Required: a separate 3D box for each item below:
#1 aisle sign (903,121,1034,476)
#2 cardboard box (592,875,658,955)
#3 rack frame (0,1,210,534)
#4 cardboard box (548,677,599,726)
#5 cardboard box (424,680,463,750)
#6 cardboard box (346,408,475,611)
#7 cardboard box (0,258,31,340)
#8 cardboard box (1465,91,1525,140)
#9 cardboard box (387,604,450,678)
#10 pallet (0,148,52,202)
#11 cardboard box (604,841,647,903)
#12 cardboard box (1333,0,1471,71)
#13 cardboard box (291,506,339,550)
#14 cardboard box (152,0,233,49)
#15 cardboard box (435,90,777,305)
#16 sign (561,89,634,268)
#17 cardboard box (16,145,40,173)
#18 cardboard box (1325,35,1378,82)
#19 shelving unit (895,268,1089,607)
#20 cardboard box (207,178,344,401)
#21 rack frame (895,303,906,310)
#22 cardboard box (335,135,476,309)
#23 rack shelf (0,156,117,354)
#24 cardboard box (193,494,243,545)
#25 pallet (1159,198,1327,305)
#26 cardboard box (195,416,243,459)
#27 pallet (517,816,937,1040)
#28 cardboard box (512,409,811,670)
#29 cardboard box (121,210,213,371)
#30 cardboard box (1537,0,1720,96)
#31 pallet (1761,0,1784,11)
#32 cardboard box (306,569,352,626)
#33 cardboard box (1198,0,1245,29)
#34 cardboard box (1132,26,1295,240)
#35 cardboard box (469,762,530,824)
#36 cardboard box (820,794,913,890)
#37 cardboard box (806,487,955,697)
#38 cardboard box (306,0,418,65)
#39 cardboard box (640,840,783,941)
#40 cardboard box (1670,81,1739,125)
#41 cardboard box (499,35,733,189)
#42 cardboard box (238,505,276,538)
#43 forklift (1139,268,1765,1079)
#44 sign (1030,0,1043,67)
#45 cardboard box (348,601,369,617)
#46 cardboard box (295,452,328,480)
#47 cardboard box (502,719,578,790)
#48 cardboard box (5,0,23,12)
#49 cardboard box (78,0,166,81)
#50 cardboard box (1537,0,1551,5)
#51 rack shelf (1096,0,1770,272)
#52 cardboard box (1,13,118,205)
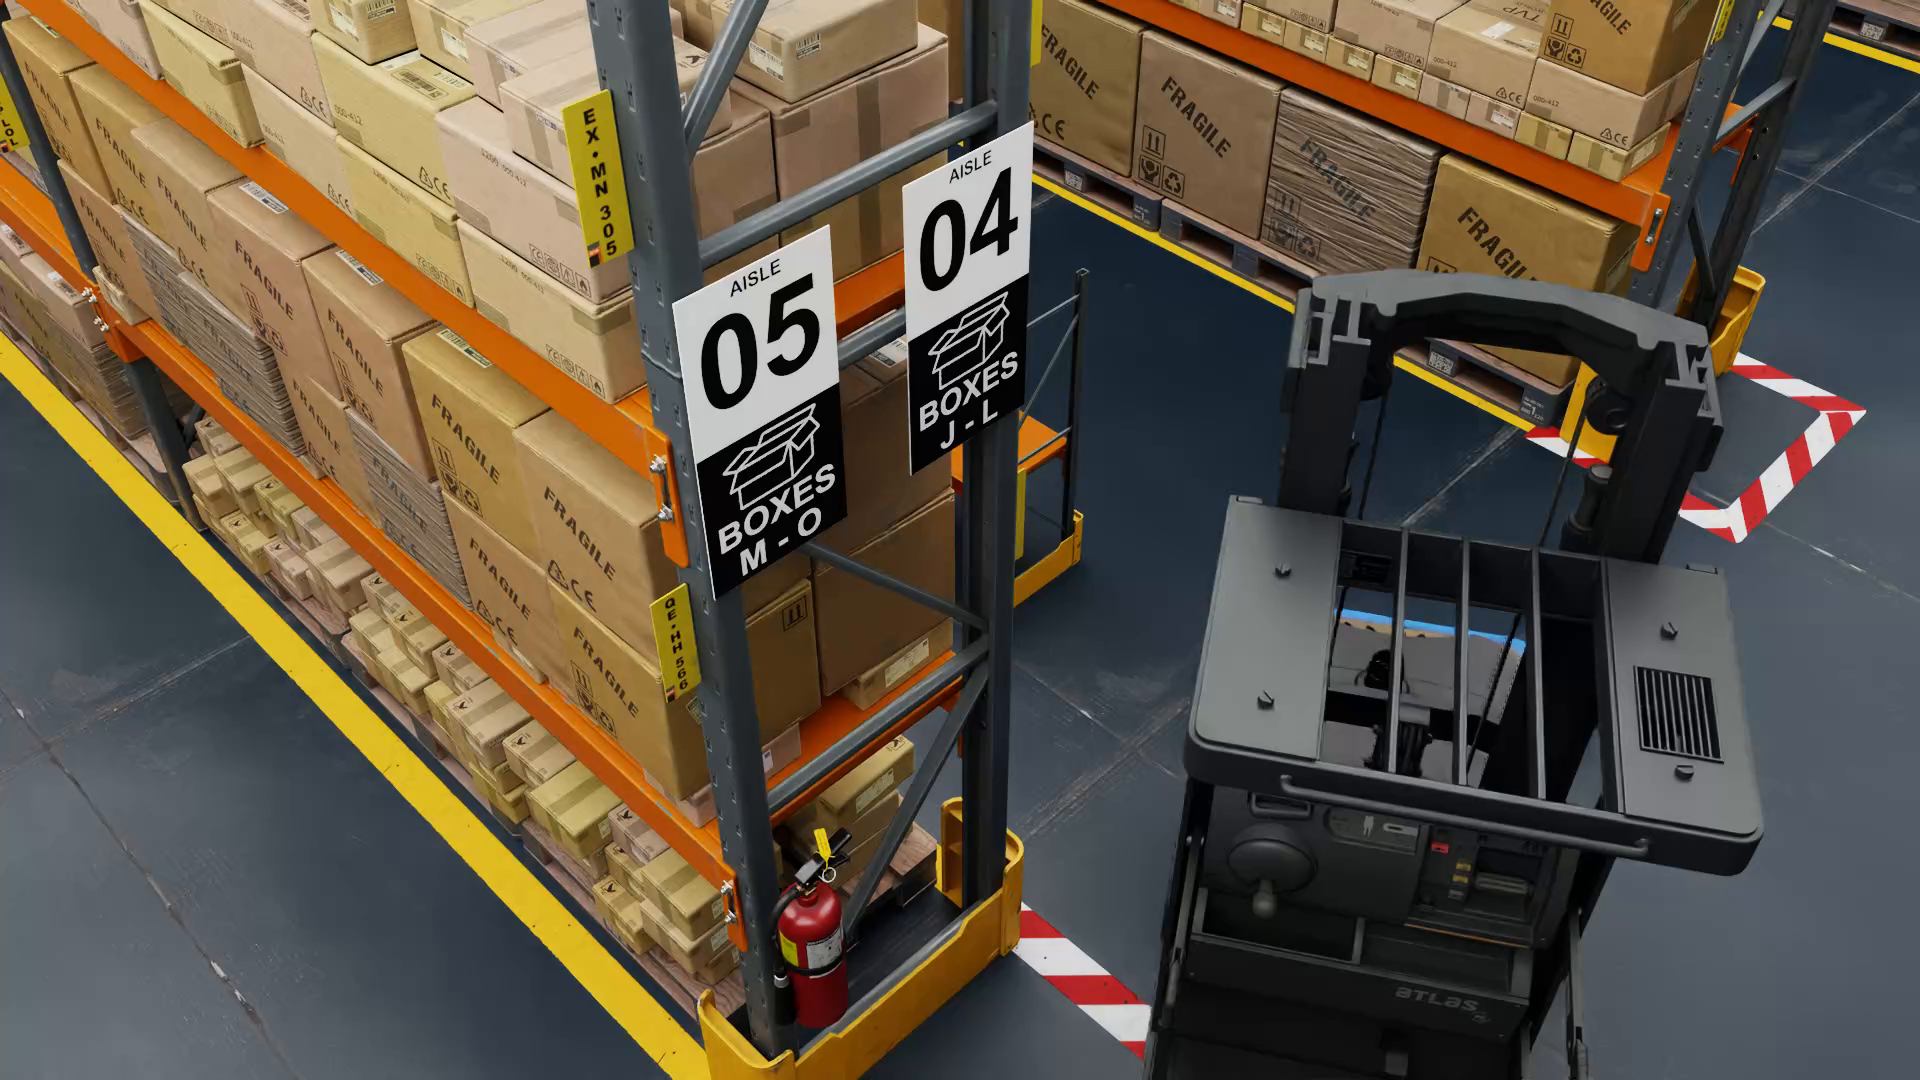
[{"bbox_3d":[0.021,-0.538,3.824,0.394,0.787,0.004,-34,53,-31],"label":"aisle sign"},{"bbox_3d":[-1.015,1.190,5.661,0.380,0.149,0.250,-32,52,-30],"label":"cardboard box"},{"bbox_3d":[-3.067,-1.397,6.669,1.000,3.000,0.127,-34,53,-31],"label":"rack frame"},{"bbox_3d":[-1.010,0.345,4.968,0.250,0.149,0.380,34,52,31],"label":"cardboard box"},{"bbox_3d":[-1.728,0.568,6.114,0.380,0.149,0.250,-31,51,-29],"label":"cardboard box"},{"bbox_3d":[-1.467,-0.202,5.083,0.500,0.500,0.500,-34,52,-31],"label":"cardboard box"},{"bbox_3d":[-4.490,-1.363,8.165,0.500,0.500,0.500,33,52,31],"label":"cardboard box"},{"bbox_3d":[2.494,-1.970,7.475,0.380,0.149,0.250,-34,52,-31],"label":"cardboard box"},{"bbox_3d":[-1.885,0.305,6.180,0.380,0.149,0.250,-34,52,-31],"label":"cardboard box"},{"bbox_3d":[-3.504,-1.763,7.207,1.003,0.211,1.213,-34,53,-31],"label":"pallet"},{"bbox_3d":[-0.964,1.040,5.603,0.250,0.149,0.380,33,52,31],"label":"cardboard box"},{"bbox_3d":[2.093,-2.452,7.702,0.500,0.250,0.500,32,52,30],"label":"cardboard box"},{"bbox_3d":[-2.404,-0.085,6.602,0.250,0.149,0.380,33,52,30],"label":"cardboard box"},{"bbox_3d":[-1.818,-1.545,4.361,0.500,0.250,0.500,32,51,30],"label":"cardboard box"},{"bbox_3d":[-0.748,-0.804,3.560,0.500,0.250,0.500,33,52,30],"label":"cardboard box"},{"bbox_3d":[-0.650,-0.645,2.993,0.100,0.325,0.005,-34,53,-31],"label":"sign"},{"bbox_3d":[-3.672,-1.679,6.850,0.380,0.149,0.250,-34,52,-31],"label":"cardboard box"},{"bbox_3d":[1.950,-2.339,7.873,0.380,0.149,0.250,-34,52,-31],"label":"cardboard box"},{"bbox_3d":[-0.054,-0.587,6.898,0.587,1.500,1.083,-34,53,-31],"label":"shelving unit"},{"bbox_3d":[-1.849,-0.830,5.026,0.500,0.500,0.500,32,52,30],"label":"cardboard box"},{"bbox_3d":[-0.419,-0.836,7.167,0.500,1.500,0.032,-34,53,-31],"label":"rack frame"},{"bbox_3d":[-1.117,-0.855,3.983,0.500,0.250,0.500,-34,52,-31],"label":"cardboard box"},{"bbox_3d":[-4.480,-2.094,7.953,1.077,0.370,4.000,-34,53,-31],"label":"rack shelf"},{"bbox_3d":[-3.038,-0.175,7.138,0.250,0.149,0.380,32,51,30],"label":"cardboard box"},{"bbox_3d":[1.863,-1.712,9.065,1.003,0.211,1.213,-34,53,-31],"label":"pallet"},{"bbox_3d":[-2.971,-0.458,7.005,0.380,0.149,0.250,-32,51,-30],"label":"cardboard box"},{"bbox_3d":[-0.845,1.105,6.016,1.003,0.211,1.213,-34,53,-31],"label":"pallet"},{"bbox_3d":[-0.742,-0.089,4.224,0.500,0.500,0.500,33,52,31],"label":"cardboard box"},{"bbox_3d":[-2.541,-0.950,5.892,0.500,0.500,0.500,-34,53,-31],"label":"cardboard box"},{"bbox_3d":[2.810,-2.241,6.921,0.500,0.500,0.500,-33,52,-31],"label":"cardboard box"},{"bbox_3d":[5.435,-4.154,11.707,1.003,0.211,1.213,-34,53,-31],"label":"pallet"},{"bbox_3d":[-2.423,0.145,6.791,0.250,0.149,0.380,33,52,31],"label":"cardboard box"},{"bbox_3d":[1.405,-2.709,8.274,0.380,0.149,0.250,-33,52,-31],"label":"cardboard box"},{"bbox_3d":[1.561,-2.311,8.915,0.875,0.875,0.875,-34,53,-31],"label":"cardboard box"},{"bbox_3d":[-1.549,0.817,6.064,0.250,0.149,0.380,32,51,30],"label":"cardboard box"},{"bbox_3d":[-0.386,1.013,5.852,0.380,0.149,0.250,-33,52,-31],"label":"cardboard box"},{"bbox_3d":[-0.364,0.031,4.831,0.500,0.500,0.500,-32,51,-30],"label":"cardboard box"},{"bbox_3d":[-1.235,-1.234,3.731,0.380,0.149,0.250,-33,52,-31],"label":"cardboard box"},{"bbox_3d":[-0.796,1.067,5.356,0.380,0.149,0.250,-33,52,-31],"label":"cardboard box"},{"bbox_3d":[3.324,-2.040,7.550,0.380,0.149,0.250,-33,52,-31],"label":"cardboard box"},{"bbox_3d":[-0.685,-0.870,3.337,0.250,0.149,0.380,34,52,31],"label":"cardboard box"},{"bbox_3d":[-2.796,-0.207,6.953,0.380,0.149,0.250,-34,52,-31],"label":"cardboard box"},{"bbox_3d":[1.075,0.933,4.198,1.130,2.935,3.031,9,44,10],"label":"forklift"},{"bbox_3d":[0.142,-1.158,3.556,0.100,0.325,0.005,-34,53,-31],"label":"sign"},{"bbox_3d":[-2.232,0.167,6.548,0.380,0.149,0.250,-32,51,-30],"label":"cardboard box"},{"bbox_3d":[-2.135,-0.402,5.778,0.380,0.149,0.250,-32,51,-30],"label":"cardboard box"},{"bbox_3d":[-1.343,0.700,5.753,0.250,0.149,0.380,32,52,30],"label":"cardboard box"},{"bbox_3d":[-4.046,-2.157,6.928,0.250,0.149,0.380,34,53,31],"label":"cardboard box"},{"bbox_3d":[-2.213,-1.599,4.787,0.500,0.250,0.500,-32,51,-30],"label":"cardboard box"},{"bbox_3d":[2.821,-2.464,7.715,0.500,0.250,0.500,34,52,31],"label":"cardboard box"},{"bbox_3d":[1.928,-2.500,8.393,1.077,0.370,4.000,-34,53,-31],"label":"rack shelf"},{"bbox_3d":[-2.921,-1.577,5.834,0.500,0.500,0.500,-33,52,-30],"label":"cardboard box"}]
